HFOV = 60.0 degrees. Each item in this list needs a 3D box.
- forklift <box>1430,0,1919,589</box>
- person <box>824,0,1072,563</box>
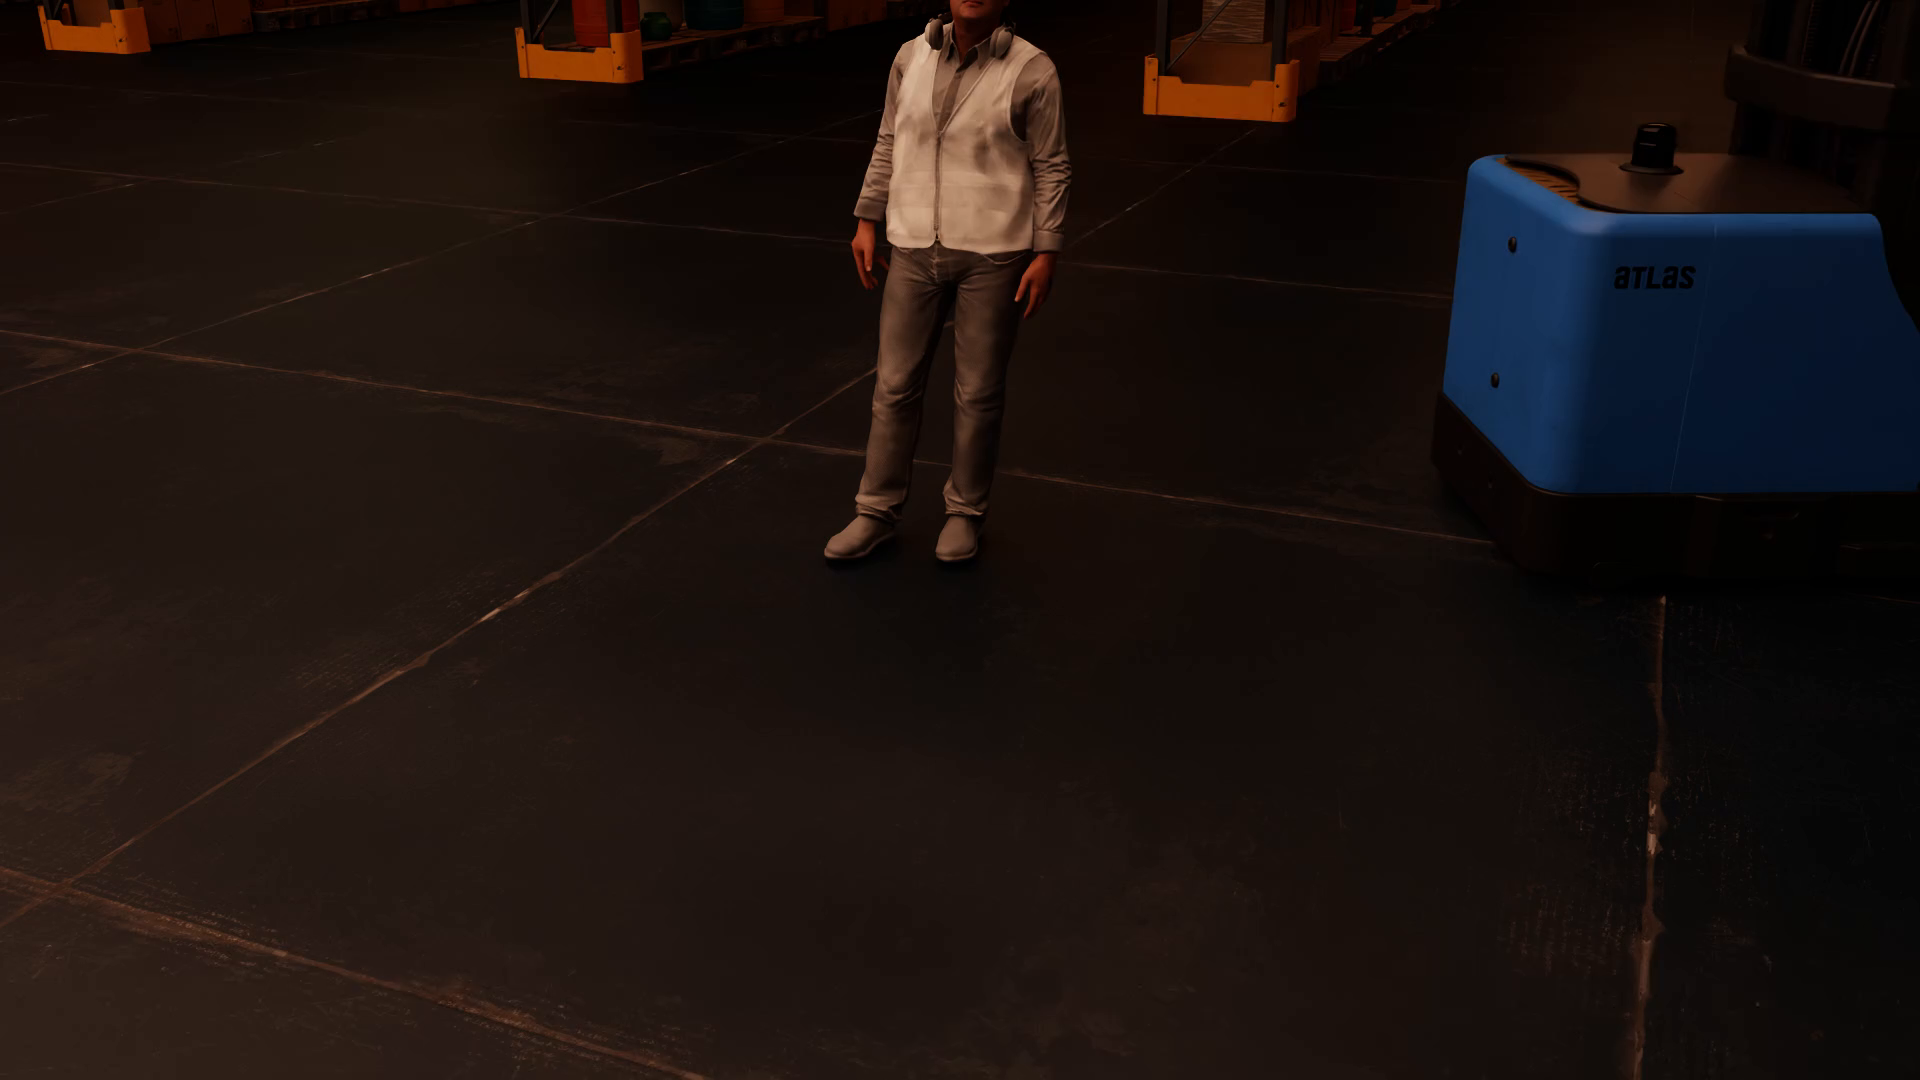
[{"bbox_3d":[3.092,-1.400,4.641,3.031,2.935,1.130,-1,23,-1],"label":"forklift"},{"bbox_3d":[-0.031,-0.804,4.697,0.634,1.775,0.566,9,24,21],"label":"person"}]
